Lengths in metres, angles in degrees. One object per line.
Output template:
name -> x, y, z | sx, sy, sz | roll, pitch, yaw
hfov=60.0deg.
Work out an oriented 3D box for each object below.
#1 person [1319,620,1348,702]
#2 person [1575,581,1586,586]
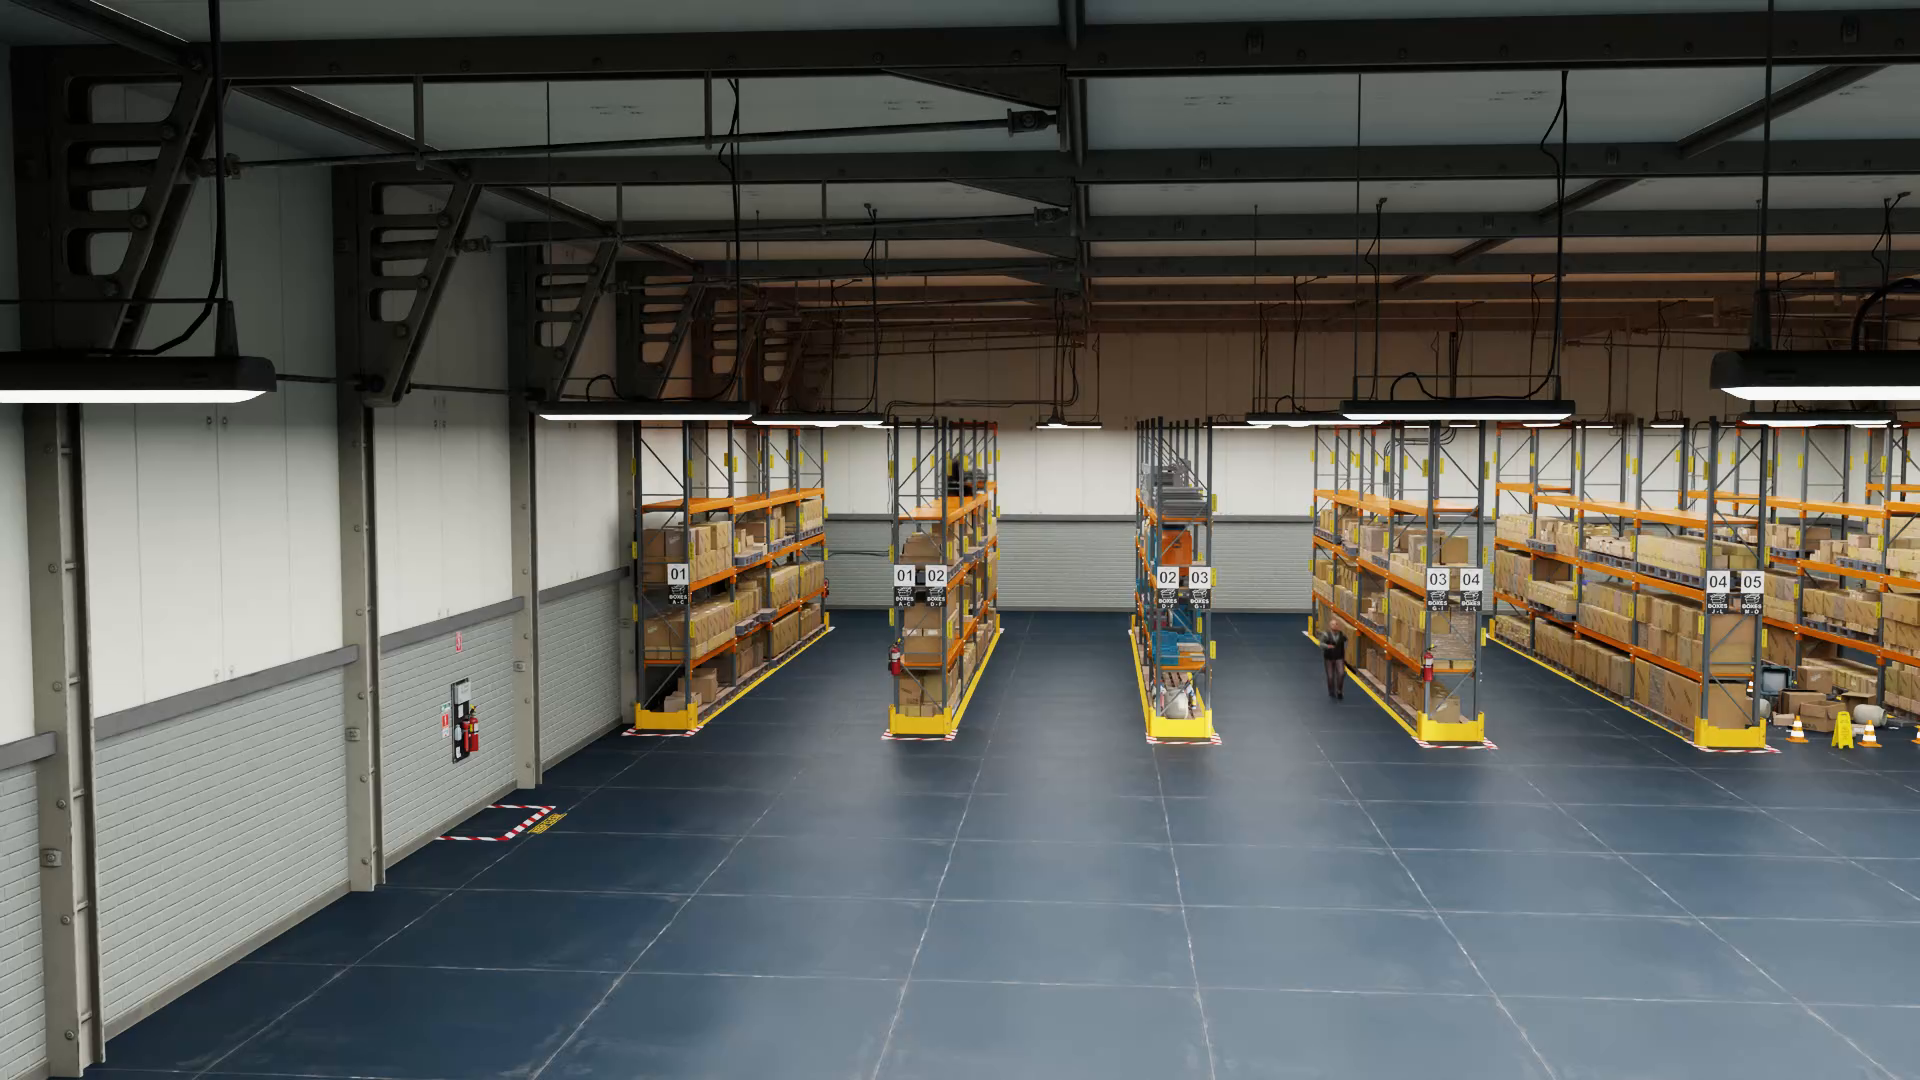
person -> 7.954, 2.566, 35.401 | 0.640, 1.743, 0.777 | 0, 4, 6
person -> 17.780, 1.765, 47.968 | 0.920, 1.645, 0.556 | -1, 4, -18
